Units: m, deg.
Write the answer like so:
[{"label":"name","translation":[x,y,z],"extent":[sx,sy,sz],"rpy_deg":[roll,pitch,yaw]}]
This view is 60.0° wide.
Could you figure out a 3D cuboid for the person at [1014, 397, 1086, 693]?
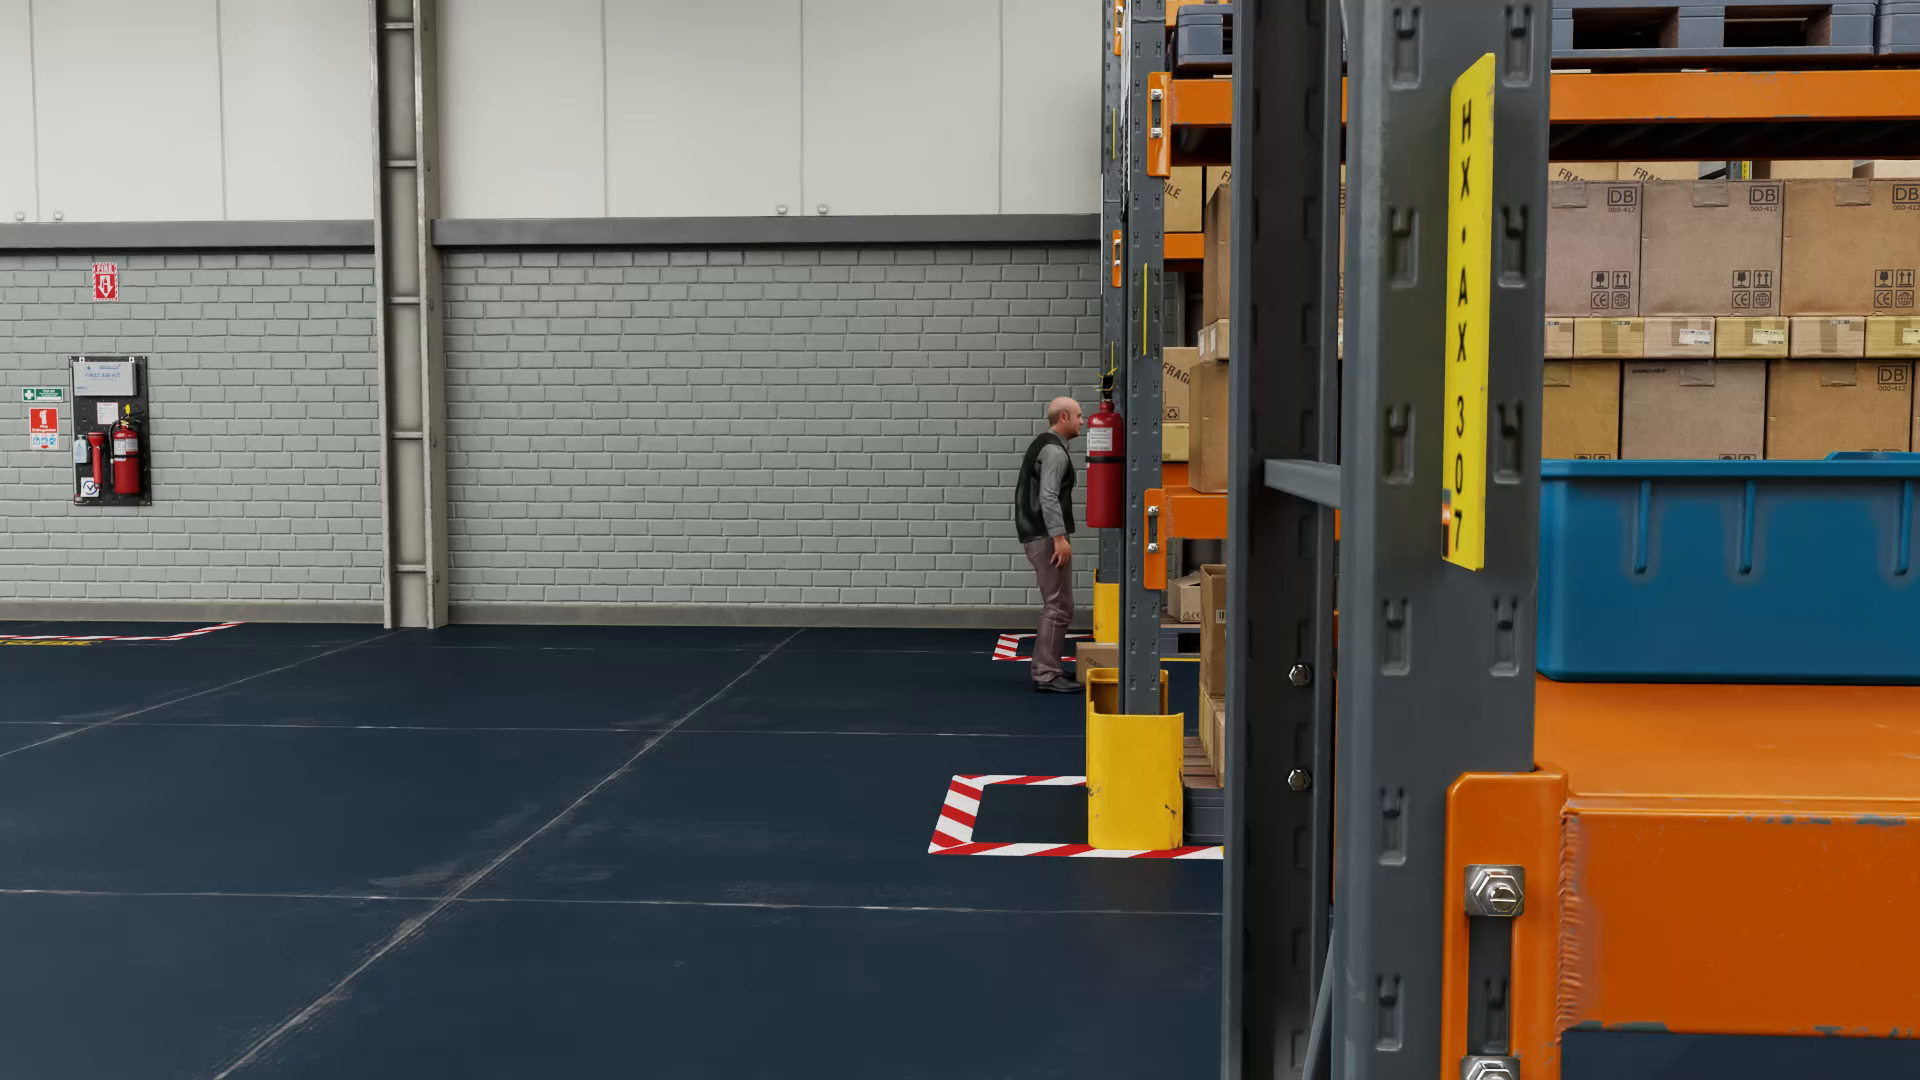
[{"label":"person","translation":[0.533,0.014,9.832],"extent":[0.421,1.720,0.586],"rpy_deg":[0,4,0]}]
